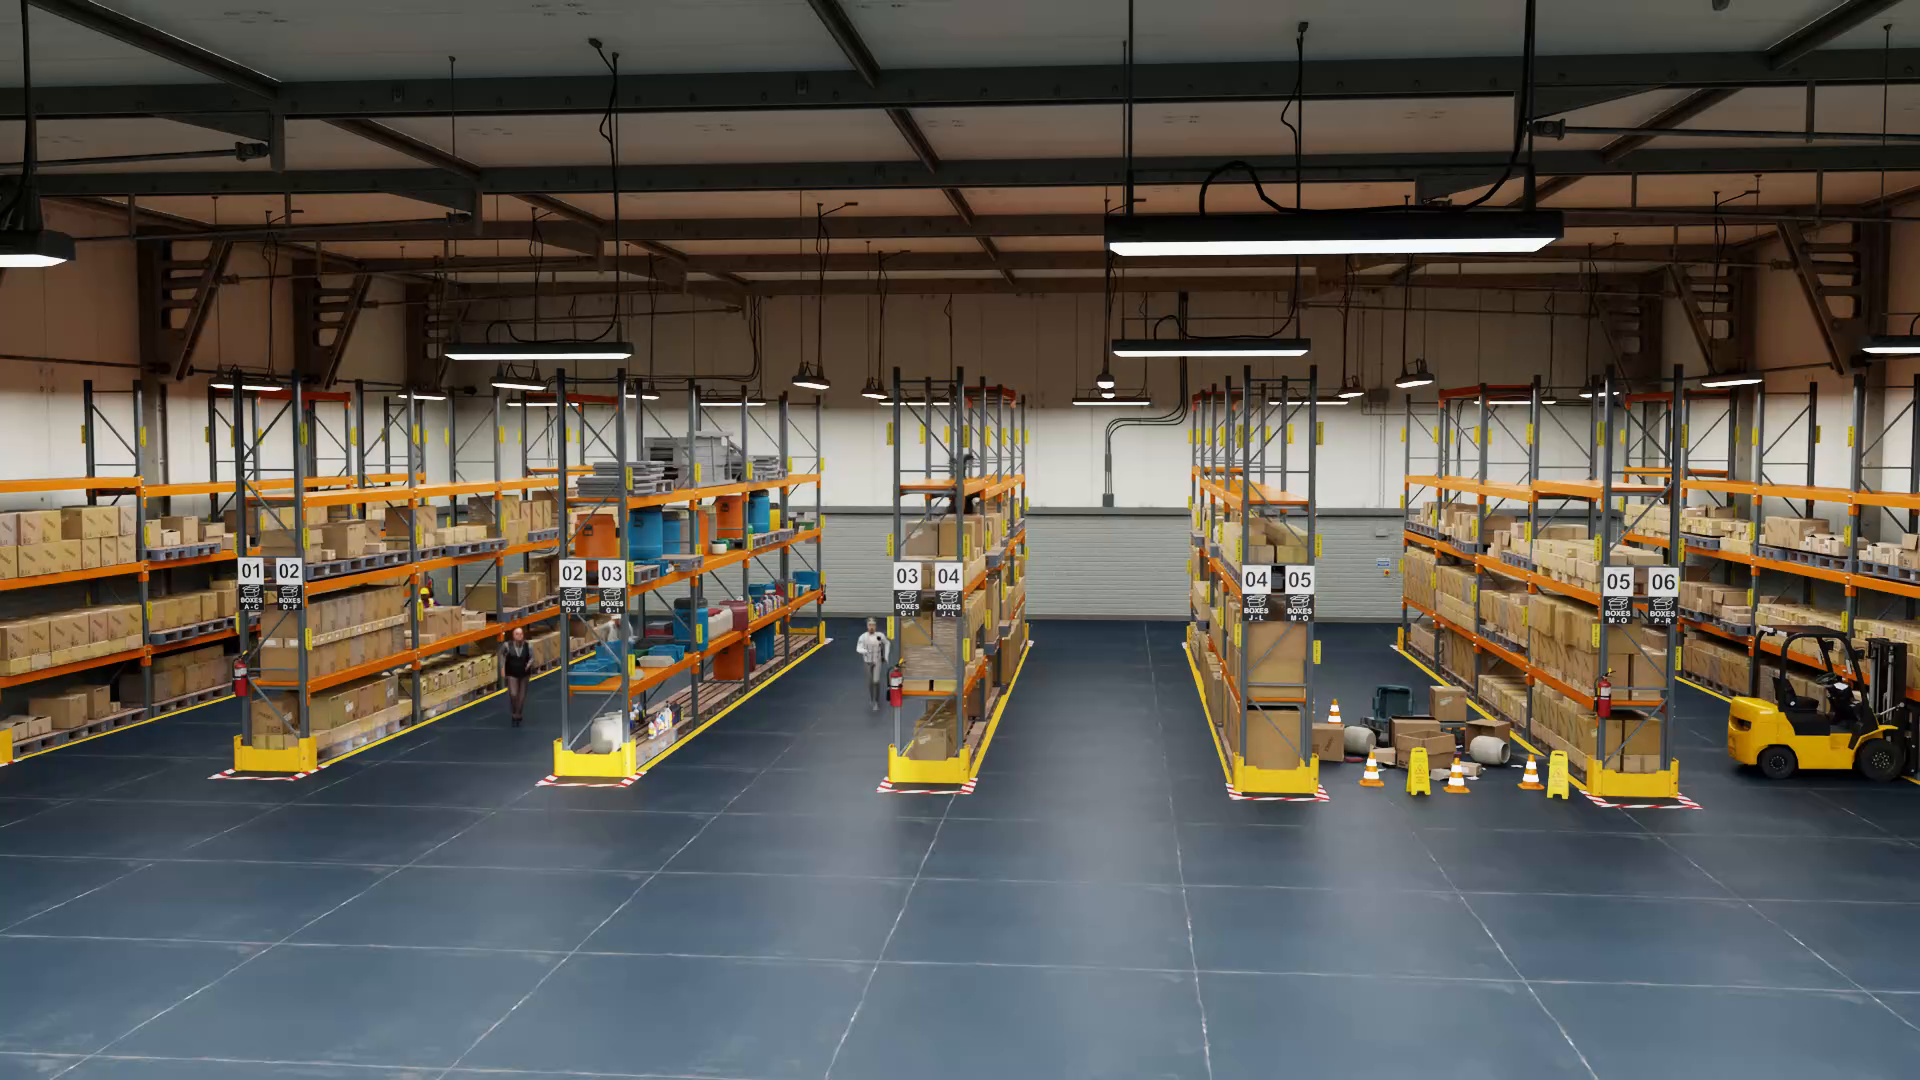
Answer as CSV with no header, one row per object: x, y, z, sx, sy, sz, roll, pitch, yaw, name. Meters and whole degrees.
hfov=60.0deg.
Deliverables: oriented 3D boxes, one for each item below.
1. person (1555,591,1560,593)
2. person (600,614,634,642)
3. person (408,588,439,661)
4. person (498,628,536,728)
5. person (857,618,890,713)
12.901,1.958,35.597,0.654,1.689,0.881,-1,4,-18,person
-6.785,2.162,32.900,0.691,1.599,0.818,0,4,-4,person
-11.617,1.886,36.083,0.672,1.736,0.848,-1,4,-14,person
-7.651,2.379,28.759,0.607,1.739,0.834,-2,4,-24,person
-1.592,2.273,30.372,0.559,1.740,0.811,0,4,6,person
